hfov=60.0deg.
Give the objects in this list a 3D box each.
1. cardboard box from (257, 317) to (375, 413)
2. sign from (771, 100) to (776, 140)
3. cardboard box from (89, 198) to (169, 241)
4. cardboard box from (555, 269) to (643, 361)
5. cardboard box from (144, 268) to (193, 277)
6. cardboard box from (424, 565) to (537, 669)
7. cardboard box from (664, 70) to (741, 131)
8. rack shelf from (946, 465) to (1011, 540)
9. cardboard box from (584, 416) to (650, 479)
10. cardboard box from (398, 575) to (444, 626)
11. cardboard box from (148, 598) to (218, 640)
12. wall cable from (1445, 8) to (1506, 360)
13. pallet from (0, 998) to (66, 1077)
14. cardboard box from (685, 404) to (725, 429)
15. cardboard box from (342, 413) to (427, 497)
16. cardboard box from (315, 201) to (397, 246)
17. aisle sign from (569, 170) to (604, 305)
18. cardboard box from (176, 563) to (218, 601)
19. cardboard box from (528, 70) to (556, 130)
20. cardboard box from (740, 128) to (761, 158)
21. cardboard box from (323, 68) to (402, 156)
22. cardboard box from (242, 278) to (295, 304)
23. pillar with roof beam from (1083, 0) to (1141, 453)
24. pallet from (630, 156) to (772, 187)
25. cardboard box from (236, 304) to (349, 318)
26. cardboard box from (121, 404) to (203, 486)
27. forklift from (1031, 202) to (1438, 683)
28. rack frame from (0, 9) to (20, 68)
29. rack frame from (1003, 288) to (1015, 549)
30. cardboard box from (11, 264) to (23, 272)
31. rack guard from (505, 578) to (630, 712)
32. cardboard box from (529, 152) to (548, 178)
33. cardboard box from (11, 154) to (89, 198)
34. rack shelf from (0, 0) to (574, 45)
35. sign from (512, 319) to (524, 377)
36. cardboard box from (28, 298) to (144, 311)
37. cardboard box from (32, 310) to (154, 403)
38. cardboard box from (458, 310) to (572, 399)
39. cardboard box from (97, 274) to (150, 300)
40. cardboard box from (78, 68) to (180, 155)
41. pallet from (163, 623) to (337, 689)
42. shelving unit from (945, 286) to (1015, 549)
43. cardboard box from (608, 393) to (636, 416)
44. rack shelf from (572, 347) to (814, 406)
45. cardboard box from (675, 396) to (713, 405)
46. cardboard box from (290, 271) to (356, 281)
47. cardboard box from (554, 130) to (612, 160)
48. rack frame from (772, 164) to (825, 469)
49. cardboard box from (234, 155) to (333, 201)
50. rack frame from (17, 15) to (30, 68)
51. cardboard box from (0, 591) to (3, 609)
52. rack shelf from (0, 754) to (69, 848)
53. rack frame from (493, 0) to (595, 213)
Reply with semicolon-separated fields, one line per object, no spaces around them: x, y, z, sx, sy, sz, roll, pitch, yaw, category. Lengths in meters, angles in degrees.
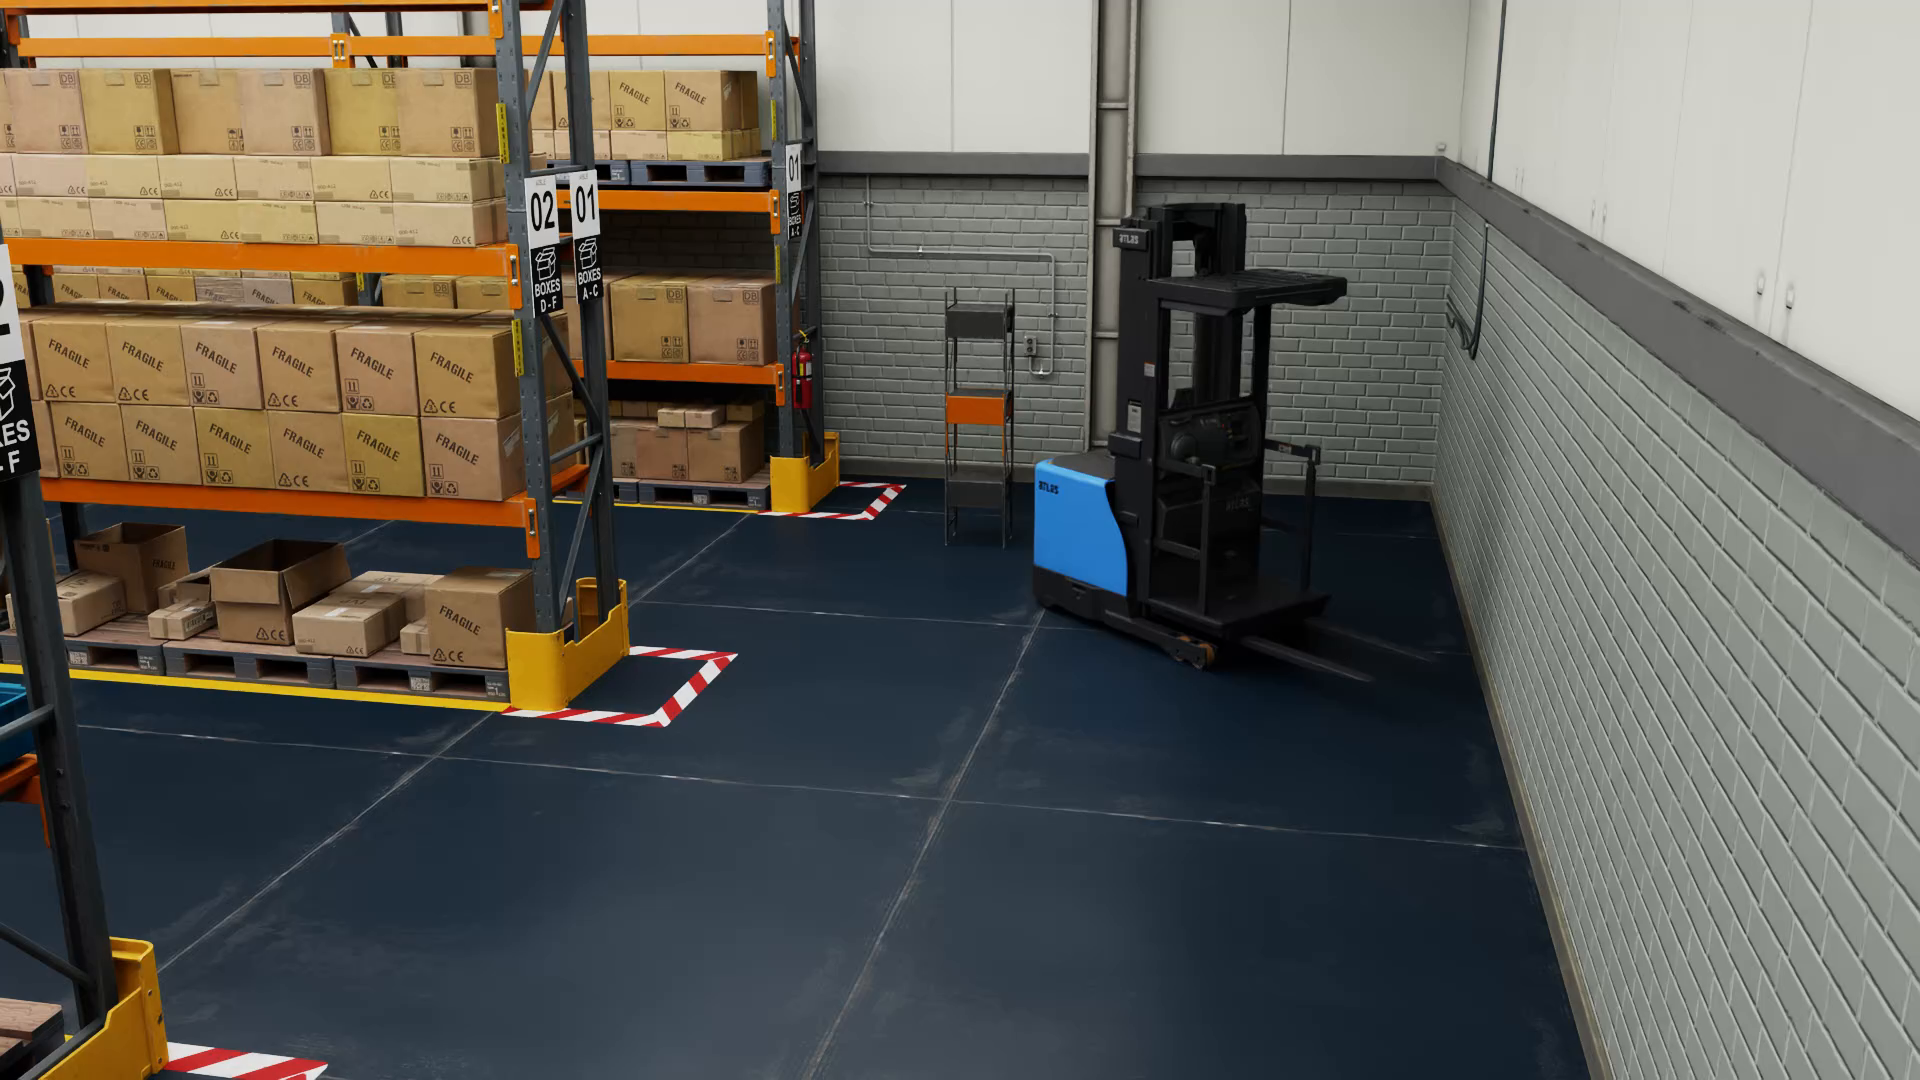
-3.924;-1.082;10.218;0.500;0.500;0.500;4;16;13;cardboard box
-1.567;-3.536;14.009;0.005;0.325;0.100;3;16;11;sign
-4.942;-1.988;10.211;0.500;0.250;0.500;3;16;11;cardboard box
-3.407;-2.091;15.360;0.700;0.700;0.980;2;16;8;cardboard box
-7.372;-2.660;15.790;0.500;0.250;0.500;3;16;10;cardboard box
-3.010;0.481;10.495;0.500;0.500;0.500;3;16;11;cardboard box
-2.217;-3.796;14.360;0.500;0.500;0.500;3;16;11;cardboard box
0.162;-0.315;13.870;0.480;0.518;0.431;3;16;11;rack shelf
-3.134;-0.905;15.536;0.500;0.500;0.700;3;16;9;cardboard box
-3.395;0.436;11.125;0.500;0.250;0.500;3;16;11;cardboard box
-5.130;0.516;10.994;0.250;0.166;0.380;3;16;11;cardboard box
4.026;-2.843;13.217;0.112;2.526;3.097;3;16;11;wall cable
-4.220;2.038;6.238;1.213;0.211;1.003;3;16;11;pallet
-2.313;-1.124;15.110;0.250;0.149;0.380;3;16;10;cardboard box
-3.431;-0.575;10.260;0.500;0.500;0.500;3;16;12;cardboard box
-3.472;-1.908;9.924;0.500;0.250;0.500;3;16;11;cardboard box
-2.303;-1.873;10.265;0.004;0.787;0.394;3;16;11;aisle sign
-4.999;0.320;11.431;0.500;0.311;0.500;3;16;11;cardboard box
-3.732;-3.879;14.661;0.500;0.500;0.500;3;16;11;cardboard box
-2.112;-3.570;14.949;0.500;0.250;0.500;4;16;14;cardboard box
-3.408;-2.594;10.060;0.500;0.500;0.700;3;16;11;cardboard box
-6.369;-2.240;15.678;0.500;0.500;0.500;3;16;12;cardboard box
0.515;-3.691;10.459;0.400;9.000;9.100;3;16;11;pillar with roof beam
-2.174;-3.283;14.771;1.213;0.211;1.003;3;16;11;pallet
-4.312;-1.250;10.826;0.500;0.500;0.500;3;16;11;cardboard box
-4.911;-0.656;10.554;0.500;0.500;0.500;3;16;11;cardboard box
1.821;-0.714;11.079;1.130;2.935;3.031;-12;19;-36;forklift
-6.348;-3.651;10.315;0.127;3.000;1.000;3;16;11;rack frame
0.401;-0.990;13.633;0.015;2.100;0.400;3;16;11;rack frame
-8.863;-2.738;16.071;0.500;0.250;0.500;3;16;12;cardboard box
-2.503;0.654;10.696;0.348;0.500;1.175;3;16;11;rack guard
-2.880;-2.257;10.245;0.500;0.250;0.500;3;16;11;cardboard box
-5.431;-2.257;10.247;0.500;0.250;0.500;3;16;11;cardboard box
-4.388;-3.196;10.028;4.000;0.370;1.077;3;16;11;rack shelf
-2.559;-1.113;9.631;0.005;0.325;0.100;3;16;11;sign
-5.801;-1.331;11.117;0.500;0.500;0.500;3;16;11;cardboard box
-5.437;-1.164;10.514;0.500;0.500;0.500;3;16;9;cardboard box
-2.811;-1.170;10.535;0.500;0.500;0.500;4;16;13;cardboard box
-7.862;-2.320;15.967;0.500;0.500;0.500;3;16;11;cardboard box
-4.911;-2.631;10.191;0.500;0.500;0.700;3;16;11;cardboard box
-4.476;0.685;11.123;1.213;0.211;1.003;3;16;11;pallet
0.162;-1.003;13.680;0.503;2.100;0.431;3;16;11;shelving unit
-3.231;-1.277;15.664;0.250;0.149;0.380;3;16;12;cardboard box
-3.405;-1.603;15.507;4.000;0.370;1.077;3;16;11;rack shelf
-2.485;-1.237;15.519;0.250;0.149;0.380;3;16;11;cardboard box
-5.874;-2.576;15.487;0.500;0.250;0.500;4;16;12;cardboard box
-3.237;-3.490;14.661;0.500;0.250;0.500;3;16;9;cardboard box
-1.445;-1.843;15.027;0.127;3.000;1.000;3;16;11;rack frame
-3.962;-2.176;9.954;0.500;0.250;0.500;3;16;11;cardboard box
-9.285;-5.160;15.762;0.127;3.000;1.000;3;16;11;rack frame
-6.889;0.281;11.215;0.500;0.500;0.500;3;16;11;cardboard box
-5.379;0.989;6.151;4.000;0.370;1.077;3;16;11;rack shelf
-2.429;-3.438;9.547;0.127;3.000;1.000;3;16;11;rack frame
